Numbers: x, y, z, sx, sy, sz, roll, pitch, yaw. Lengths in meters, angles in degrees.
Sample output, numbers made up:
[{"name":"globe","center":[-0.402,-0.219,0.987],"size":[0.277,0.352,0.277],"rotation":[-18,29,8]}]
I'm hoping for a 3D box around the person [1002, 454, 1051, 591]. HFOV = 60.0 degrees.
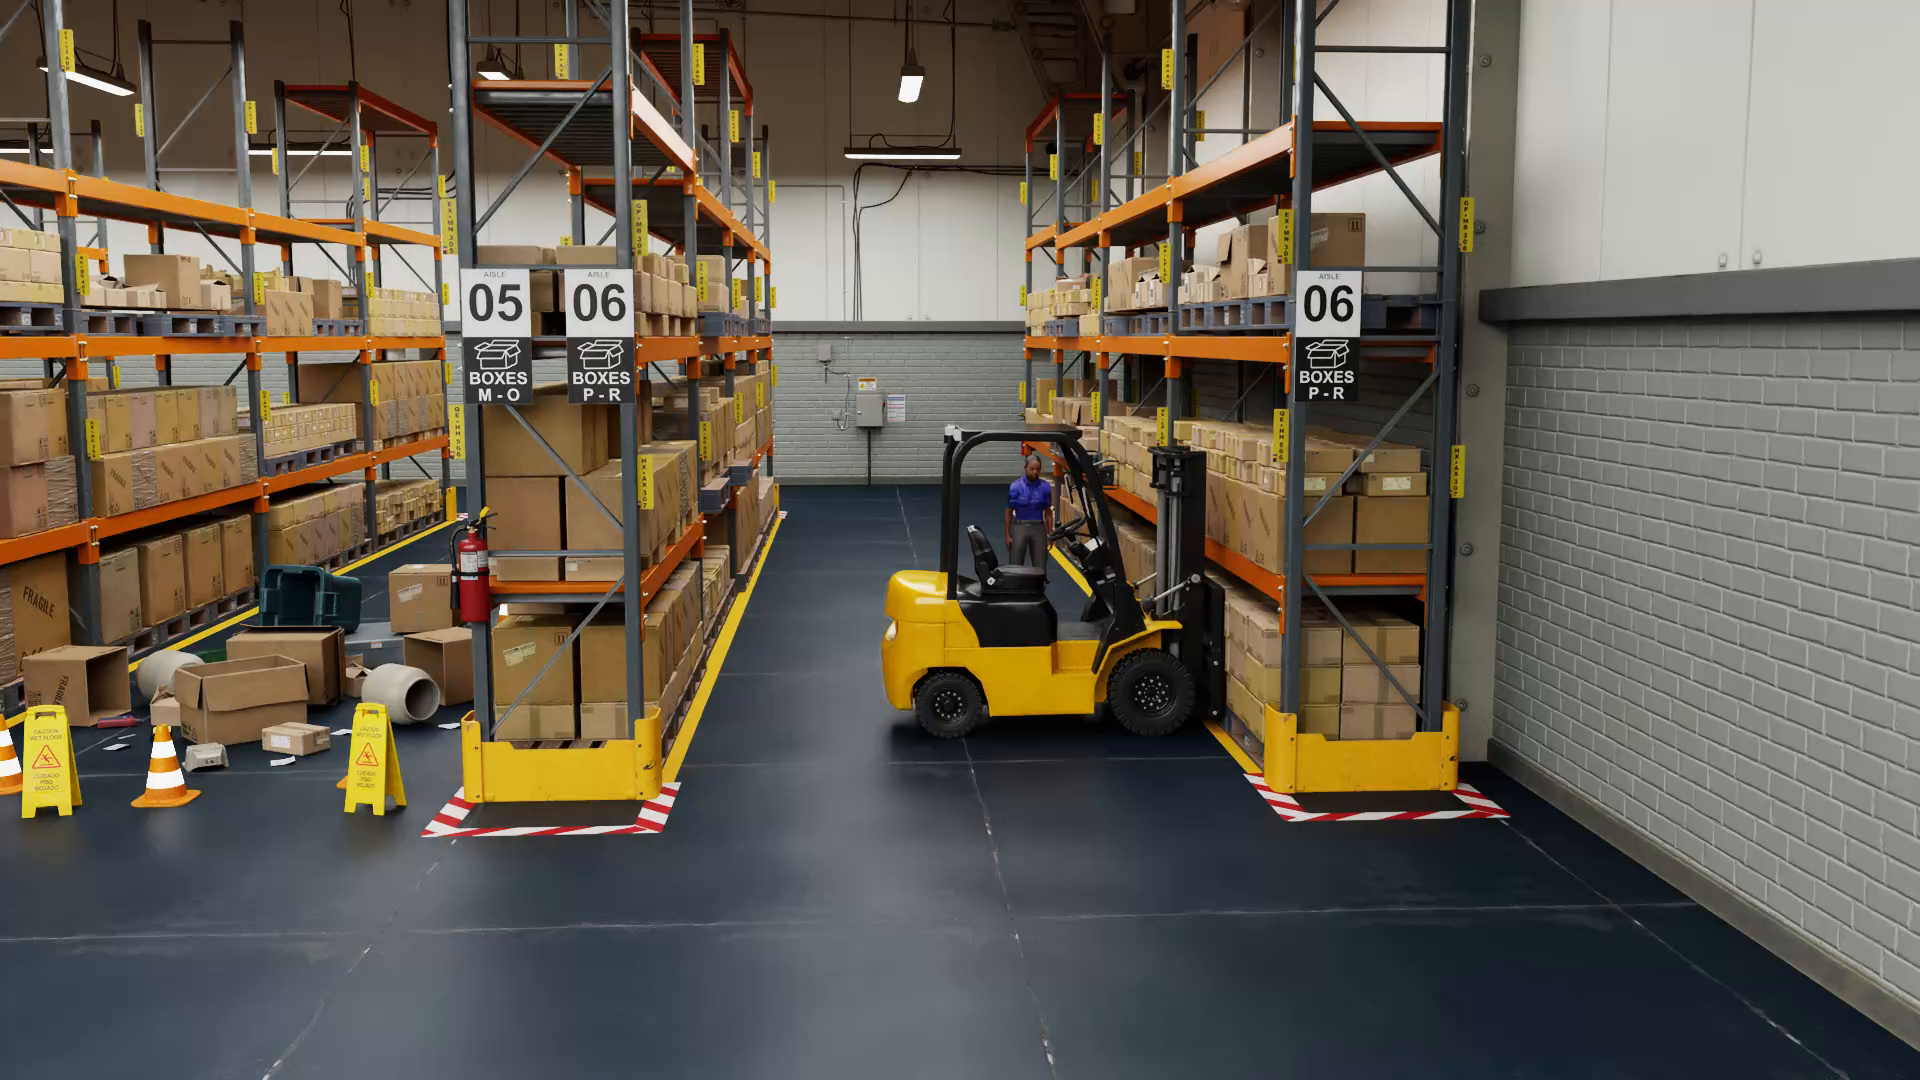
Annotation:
[{"name":"person","center":[0.659,-0.028,16.504],"size":[0.505,1.654,0.352],"rotation":[-1,7,-6]}]
